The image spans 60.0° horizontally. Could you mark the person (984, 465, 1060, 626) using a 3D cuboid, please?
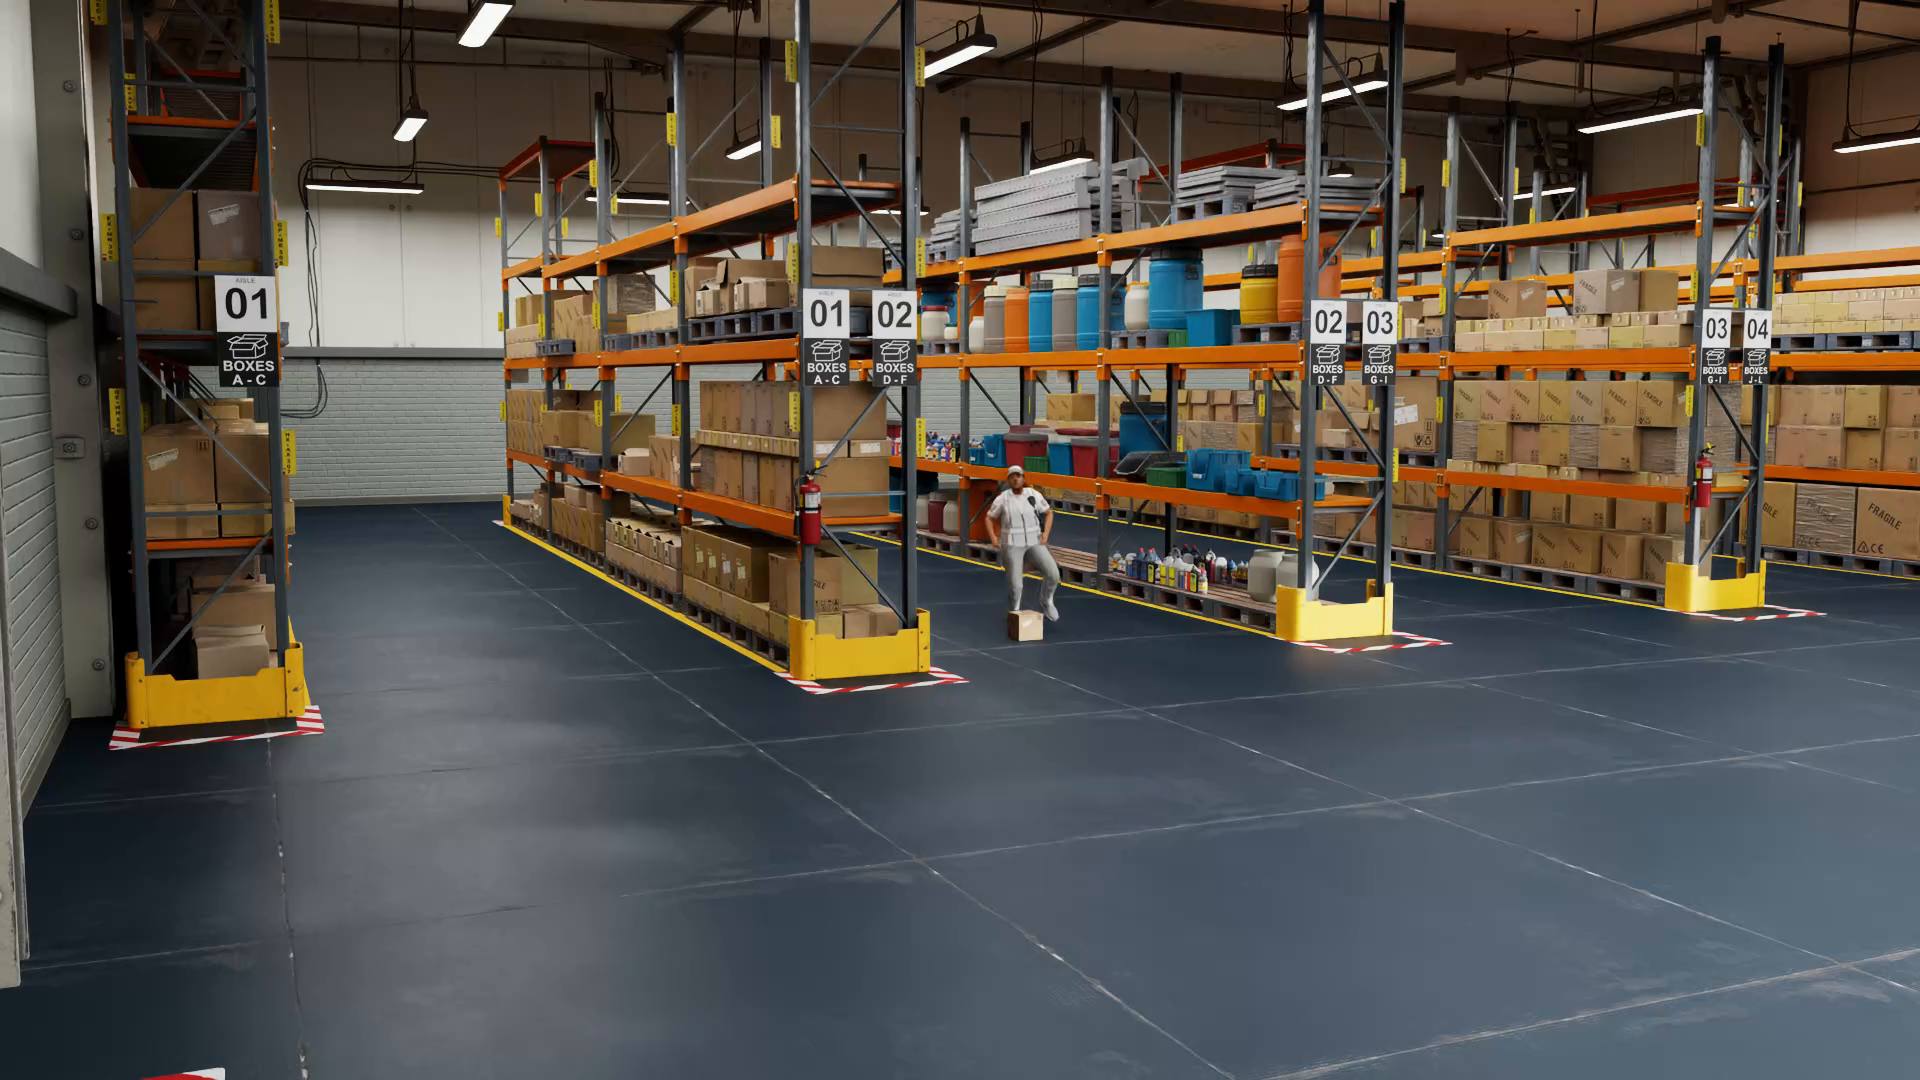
[{"bbox_3d":[0.648,0.074,16.529,0.734,1.624,0.531,-2,6,-17],"label":"person"}]
